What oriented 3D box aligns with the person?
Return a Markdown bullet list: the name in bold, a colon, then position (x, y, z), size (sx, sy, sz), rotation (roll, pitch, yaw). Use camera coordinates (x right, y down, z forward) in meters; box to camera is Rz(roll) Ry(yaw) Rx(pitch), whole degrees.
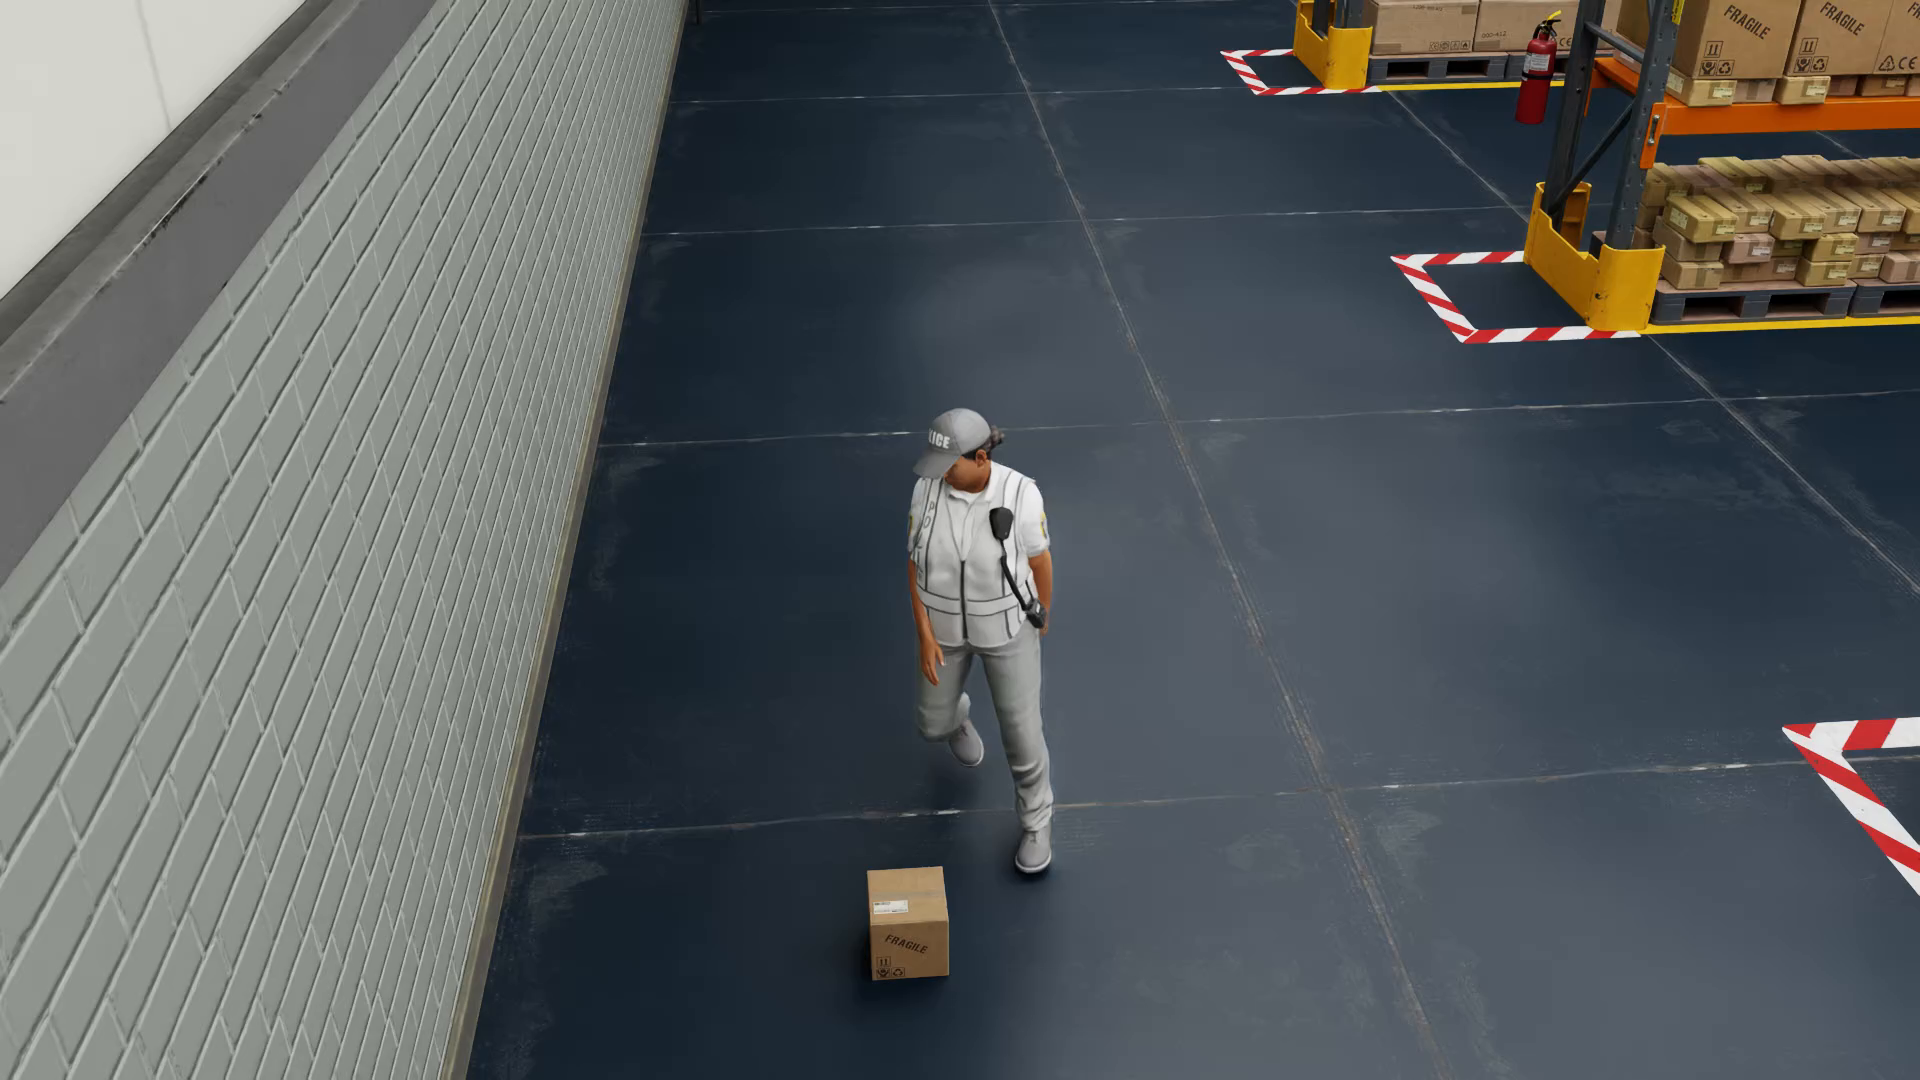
- **person**: position (0.100, 0.280, 5.679), size (0.550, 1.627, 0.691), rotation (6, 32, 10)
